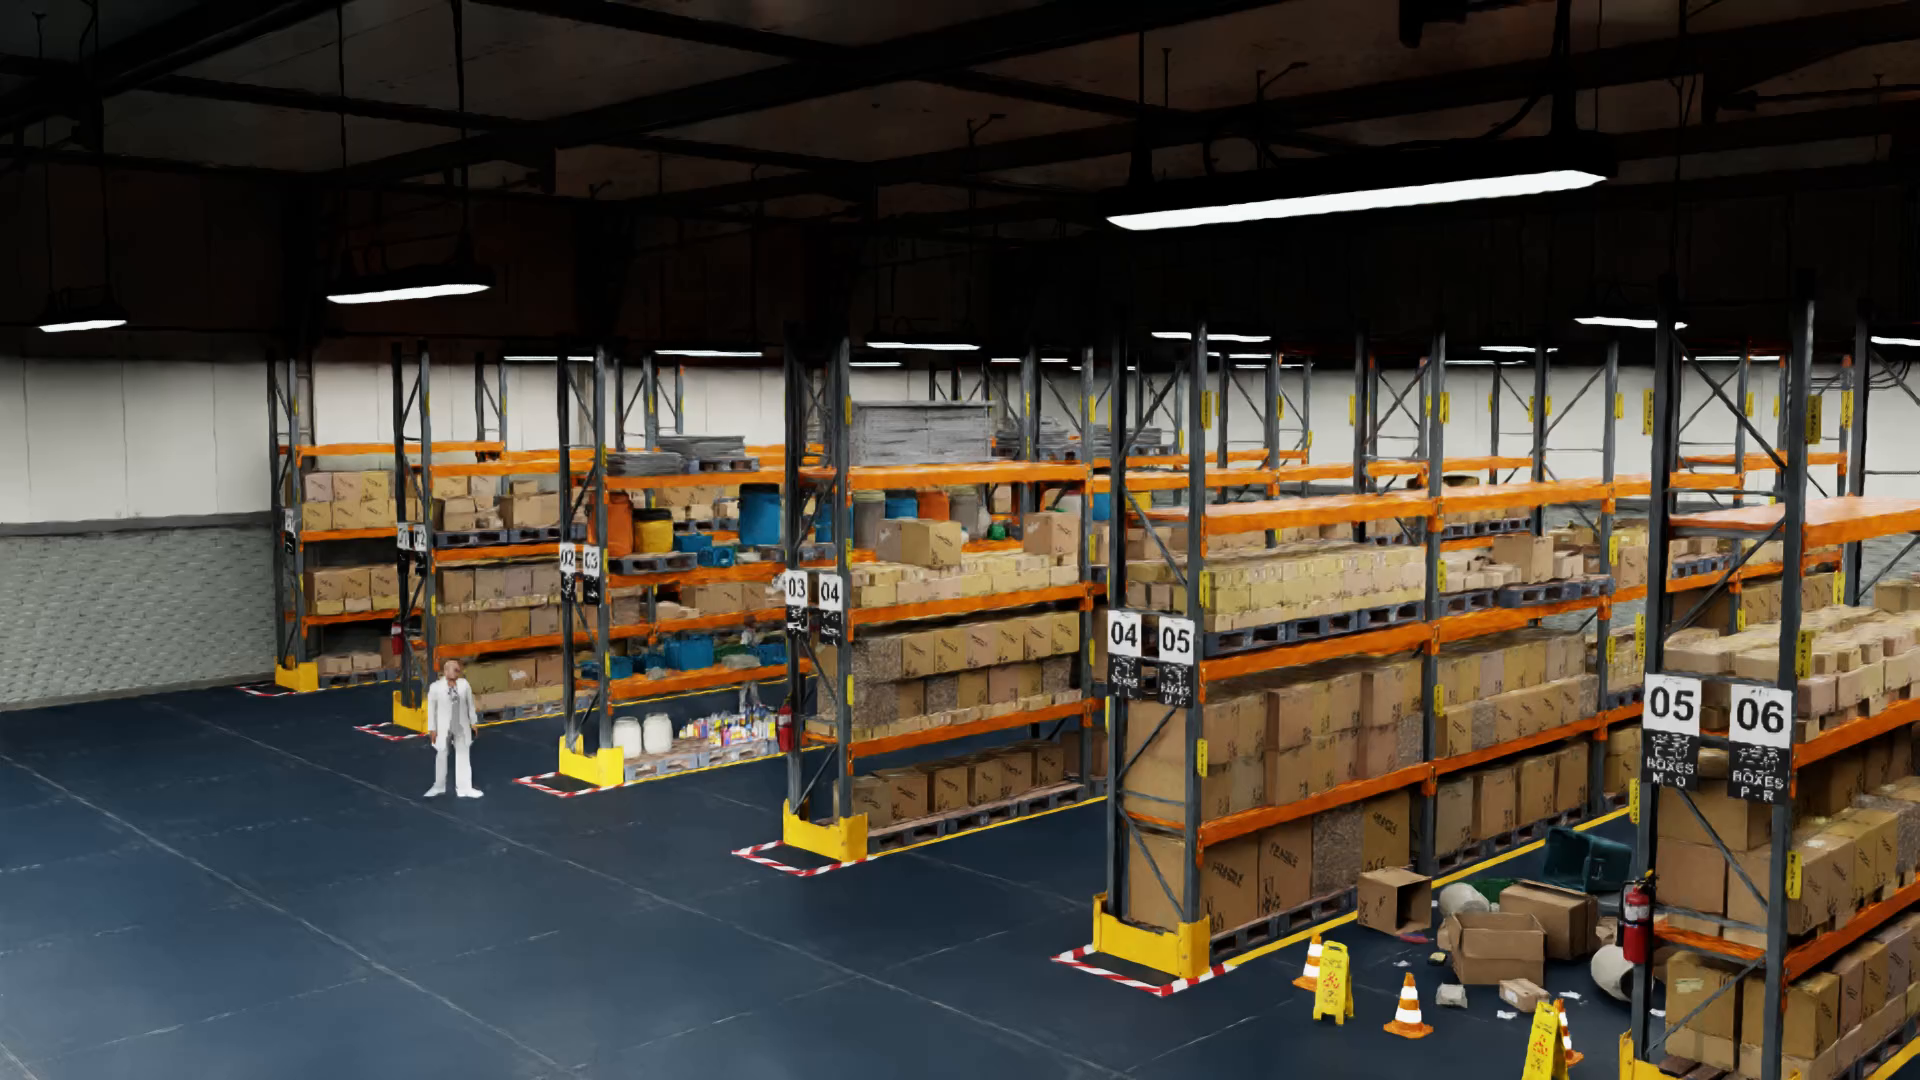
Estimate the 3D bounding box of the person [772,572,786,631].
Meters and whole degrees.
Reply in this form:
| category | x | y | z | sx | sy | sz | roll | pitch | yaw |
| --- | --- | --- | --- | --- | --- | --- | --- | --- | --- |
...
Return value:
| category | x | y | z | sx | sy | sz | roll | pitch | yaw |
| --- | --- | --- | --- | --- | --- | --- | --- | --- | --- |
| person | -3.752 | 1.264 | 35.223 | 0.677 | 1.726 | 0.574 | 5 | 7 | 44 |

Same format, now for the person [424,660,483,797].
| category | x | y | z | sx | sy | sz | roll | pitch | yaw |
| --- | --- | --- | --- | --- | --- | --- | --- | --- | --- |
| person | -6.549 | 2.422 | 21.398 | 0.695 | 1.777 | 0.543 | -3 | 6 | -32 |

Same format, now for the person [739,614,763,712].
| category | x | y | z | sx | sy | sz | roll | pitch | yaw |
| --- | --- | --- | --- | --- | --- | --- | --- | --- | --- |
| person | -3.397 | 2.007 | 27.158 | 0.406 | 1.600 | 0.468 | 1 | 5 | 17 |
